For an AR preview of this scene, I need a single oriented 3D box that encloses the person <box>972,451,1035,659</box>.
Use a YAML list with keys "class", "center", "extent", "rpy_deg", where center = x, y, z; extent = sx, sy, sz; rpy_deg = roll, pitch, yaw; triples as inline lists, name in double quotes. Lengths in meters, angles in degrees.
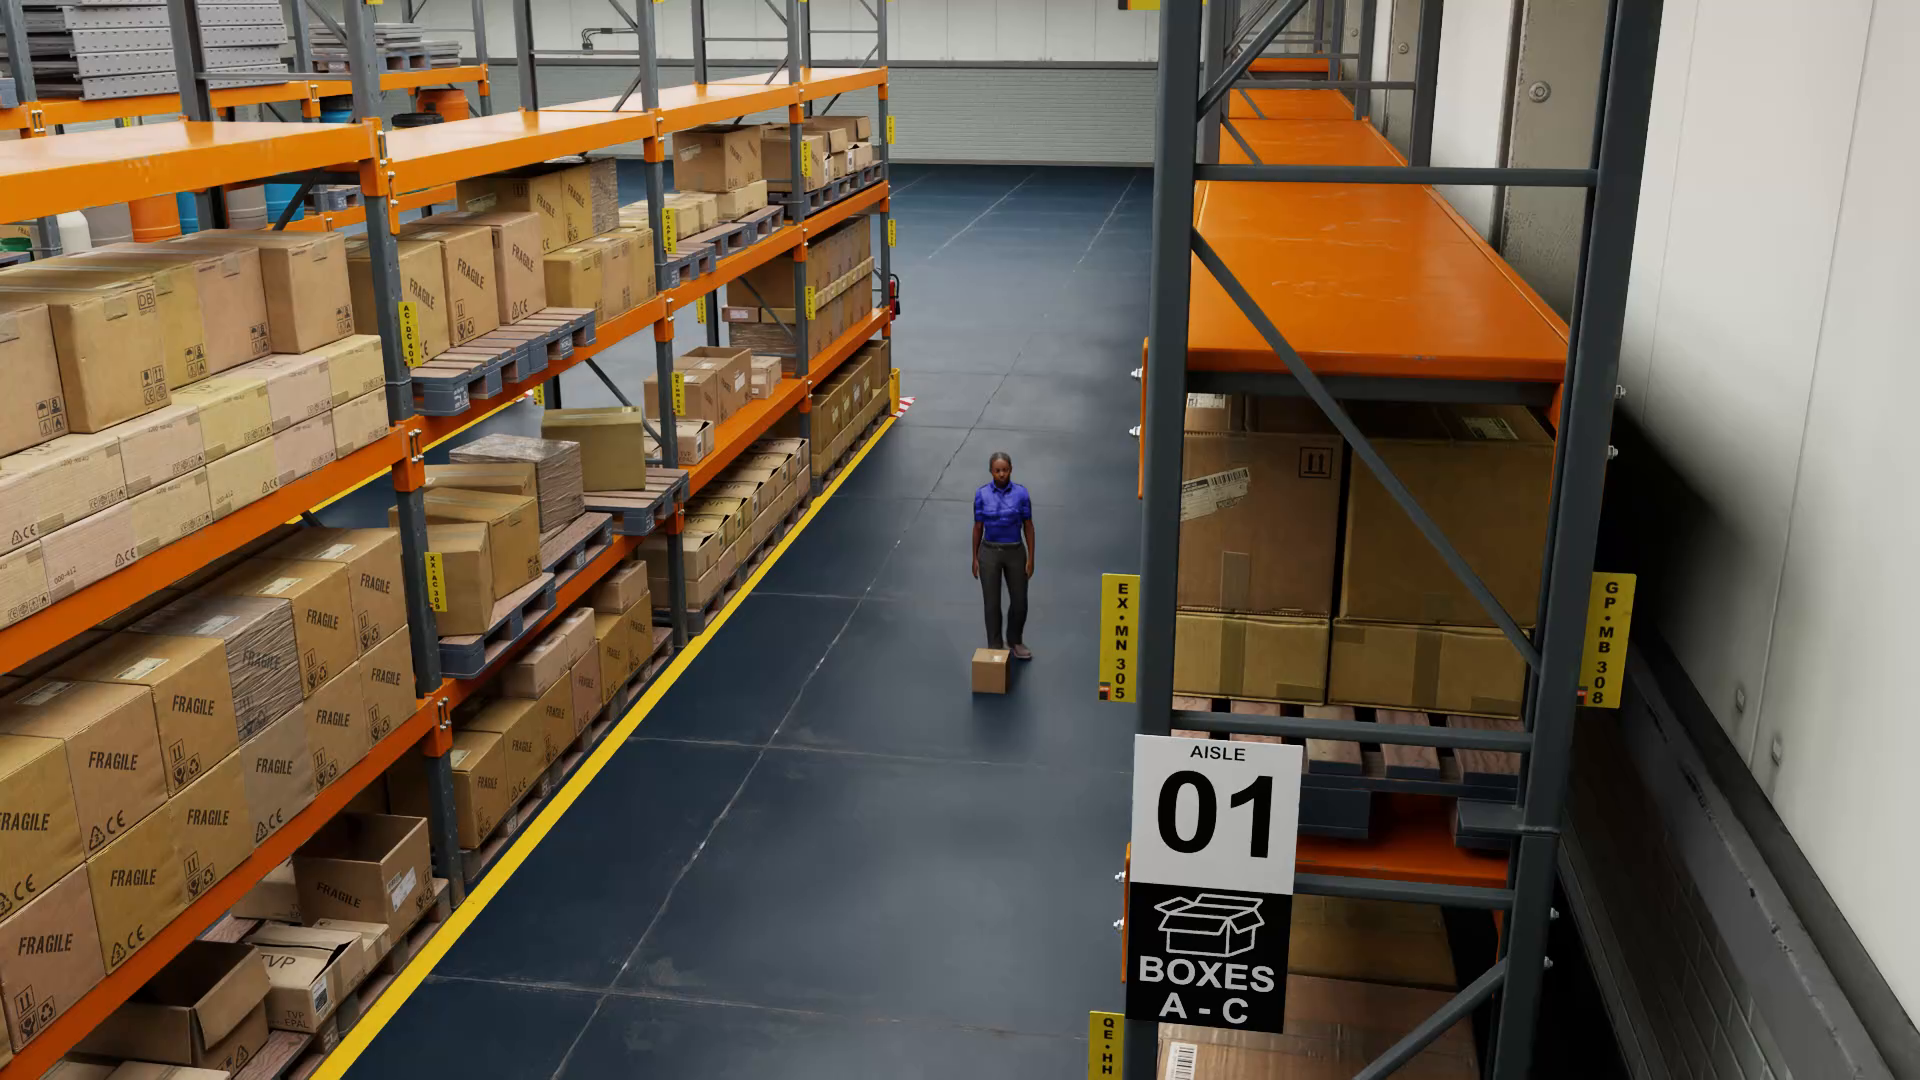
- class: "person"
  center: [0.326, 0.135, 12.618]
  extent: [0.476, 1.660, 0.455]
  rpy_deg: [0, 18, -1]
